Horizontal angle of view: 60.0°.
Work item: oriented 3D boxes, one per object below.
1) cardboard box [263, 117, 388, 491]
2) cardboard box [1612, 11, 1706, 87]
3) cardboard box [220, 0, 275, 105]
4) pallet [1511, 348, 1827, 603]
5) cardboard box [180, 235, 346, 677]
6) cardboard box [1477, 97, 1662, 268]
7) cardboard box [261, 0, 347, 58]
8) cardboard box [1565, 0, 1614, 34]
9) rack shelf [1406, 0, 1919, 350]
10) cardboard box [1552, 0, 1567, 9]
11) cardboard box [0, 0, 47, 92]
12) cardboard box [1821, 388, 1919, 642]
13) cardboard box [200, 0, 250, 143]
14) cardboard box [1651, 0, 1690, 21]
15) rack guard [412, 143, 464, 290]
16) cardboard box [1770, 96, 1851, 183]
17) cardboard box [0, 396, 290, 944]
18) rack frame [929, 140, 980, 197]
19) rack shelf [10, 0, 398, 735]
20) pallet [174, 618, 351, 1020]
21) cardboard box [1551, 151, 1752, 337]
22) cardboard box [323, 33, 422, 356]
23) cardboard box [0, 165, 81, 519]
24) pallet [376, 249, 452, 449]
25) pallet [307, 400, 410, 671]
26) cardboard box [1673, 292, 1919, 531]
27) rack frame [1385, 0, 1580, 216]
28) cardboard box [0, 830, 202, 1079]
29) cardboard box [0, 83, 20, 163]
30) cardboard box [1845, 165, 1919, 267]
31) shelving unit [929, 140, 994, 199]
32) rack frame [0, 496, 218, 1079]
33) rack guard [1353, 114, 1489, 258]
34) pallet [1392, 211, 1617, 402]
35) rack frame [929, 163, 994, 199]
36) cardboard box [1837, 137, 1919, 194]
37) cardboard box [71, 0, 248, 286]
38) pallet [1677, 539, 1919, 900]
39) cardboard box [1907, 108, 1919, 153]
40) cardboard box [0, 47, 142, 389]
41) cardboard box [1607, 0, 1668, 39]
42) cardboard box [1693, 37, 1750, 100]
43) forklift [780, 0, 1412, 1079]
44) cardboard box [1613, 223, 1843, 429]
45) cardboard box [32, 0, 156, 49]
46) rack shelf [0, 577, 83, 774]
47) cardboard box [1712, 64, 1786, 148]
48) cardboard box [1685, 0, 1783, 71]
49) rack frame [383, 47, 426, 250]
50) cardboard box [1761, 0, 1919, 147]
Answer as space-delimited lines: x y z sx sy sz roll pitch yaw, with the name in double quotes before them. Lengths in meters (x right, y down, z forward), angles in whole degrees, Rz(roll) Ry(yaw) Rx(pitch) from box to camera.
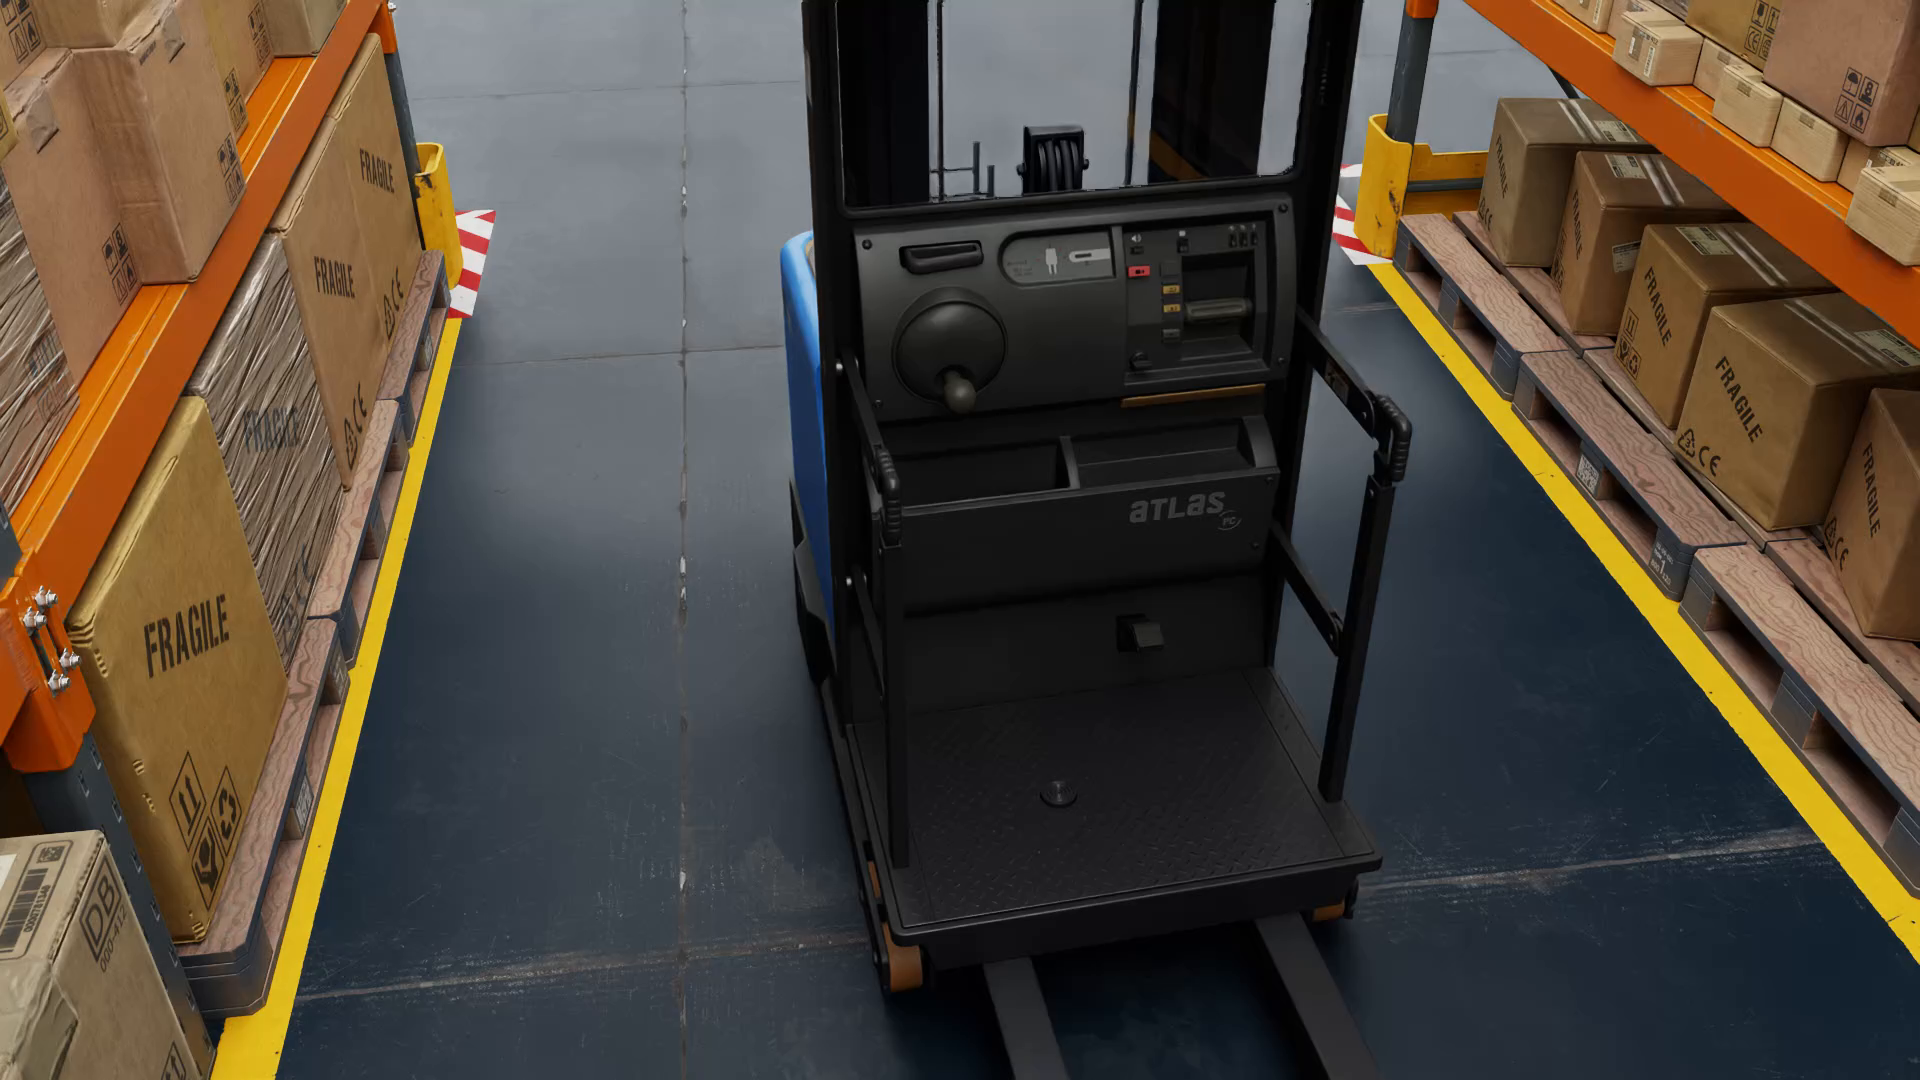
"cardboard box" -2.360 -0.713 5.147 0.875 0.875 0.875 -5 35 -7
"cardboard box" 2.199 -1.476 4.976 0.380 0.149 0.250 -4 35 -6
"cardboard box" -2.496 -1.513 4.674 0.875 0.550 0.550 -4 35 -6
"pallet" 2.536 -0.271 5.461 1.003 0.211 1.213 -4 35 -6
"cardboard box" -2.240 -0.205 4.400 0.875 0.875 0.875 -4 34 -6
"cardboard box" 2.358 -1.392 6.476 0.500 0.500 0.500 2 34 2
"cardboard box" -2.447 -1.835 5.146 0.875 0.550 0.550 -4 35 -6
"cardboard box" 2.207 -1.761 5.393 0.380 0.149 0.250 -4 35 -6
"rack shelf" 2.560 -1.188 4.969 1.077 0.370 4.000 -4 35 -6
"cardboard box" 2.181 -1.901 5.599 0.380 0.149 0.250 -4 35 -6
"cardboard box" -2.304 -1.065 3.057 0.875 0.550 0.550 -4 35 -6
"cardboard box" 2.730 -0.055 4.514 0.500 0.500 0.500 6 35 9
"cardboard box" -2.384 -1.221 4.244 0.875 0.550 0.500 -4 35 -6
"cardboard box" 2.548 -1.904 5.028 0.875 0.500 0.500 -4 35 -6
"rack guard" -2.641 -1.263 6.659 1.175 0.500 0.348 -4 35 -6
"cardboard box" 2.390 -1.065 4.372 0.380 0.149 0.250 -4 35 -6
"cardboard box" -2.115 0.298 3.663 0.875 0.875 0.875 -4 34 -6
"rack frame" -0.061 -0.650 5.138 0.240 1.200 0.006 -7 35 -10
"rack shelf" -2.369 -0.869 4.500 1.077 0.370 4.000 -4 35 -6
"pallet" -2.124 0.672 4.077 1.003 0.211 1.213 -4 35 -6
"cardboard box" 2.473 -1.061 5.991 0.500 0.500 0.500 4 35 6
"cardboard box" -2.481 -1.204 5.867 0.875 0.875 0.875 -4 34 -6
"cardboard box" -2.161 -0.317 2.918 0.875 0.550 0.550 -4 35 -6
"pallet" -2.452 -0.690 6.075 1.003 0.211 1.213 -4 35 -6
"pallet" -2.292 -0.010 5.078 1.003 0.211 1.213 -4 35 -6
"cardboard box" 2.569 -0.396 5.014 0.500 0.500 0.500 -7 35 -11
"rack frame" 2.291 -2.601 6.404 1.000 3.000 0.127 -4 35 -6
"cardboard box" -1.927 1.046 2.677 1.050 0.750 0.750 -5 35 -7
"cardboard box" -2.115 -0.767 2.619 0.875 0.550 0.550 -4 35 -6
"cardboard box" 2.366 -0.779 3.952 0.380 0.149 0.250 -4 35 -6
"shelving unit" -0.042 -0.599 5.064 0.258 1.200 0.189 -7 35 -10
"rack frame" -2.100 -0.050 2.660 1.000 3.000 0.127 -4 35 -6
"rack guard" 2.301 -1.526 7.045 1.175 0.500 0.348 -4 35 -6
"pallet" 2.375 -0.951 6.458 1.003 0.211 1.213 -4 35 -6
"rack frame" -0.023 -0.549 4.990 0.240 1.200 0.006 -7 35 -10
"cardboard box" 2.463 -0.928 4.171 0.380 0.149 0.250 -4 35 -6
"cardboard box" -2.213 -0.932 3.822 0.875 0.550 0.550 -4 35 -6
"pallet" 2.704 0.411 4.460 1.003 0.211 1.213 -4 35 -6
"cardboard box" 2.797 -1.071 3.805 0.875 0.500 0.500 -4 35 -6
"cardboard box" -2.257 -0.622 3.366 0.875 0.550 0.550 -4 35 -6
"cardboard box" 2.268 -1.624 5.192 0.380 0.149 0.250 -4 35 -6
"cardboard box" 2.364 -1.347 4.786 0.380 0.149 0.250 -4 35 -6
"forklift" 0.296 -0.426 3.272 1.130 2.935 3.031 -7 35 -10
"cardboard box" 2.538 -0.711 5.476 0.500 0.500 0.500 -1 34 -2
"cardboard box" -2.241 -1.377 3.514 0.875 0.550 0.550 -4 35 -6
"rack shelf" -1.831 1.363 1.225 1.077 0.370 4.000 -4 35 -6
"cardboard box" 2.322 -1.201 4.572 0.380 0.149 0.250 -4 35 -6
"cardboard box" 2.604 -1.625 4.617 0.875 0.500 0.500 -4 35 -6
"rack frame" -2.638 -2.282 5.935 1.000 3.000 0.127 -4 35 -6
"cardboard box" 2.630 -1.342 4.203 0.875 0.500 0.500 -4 35 -6
